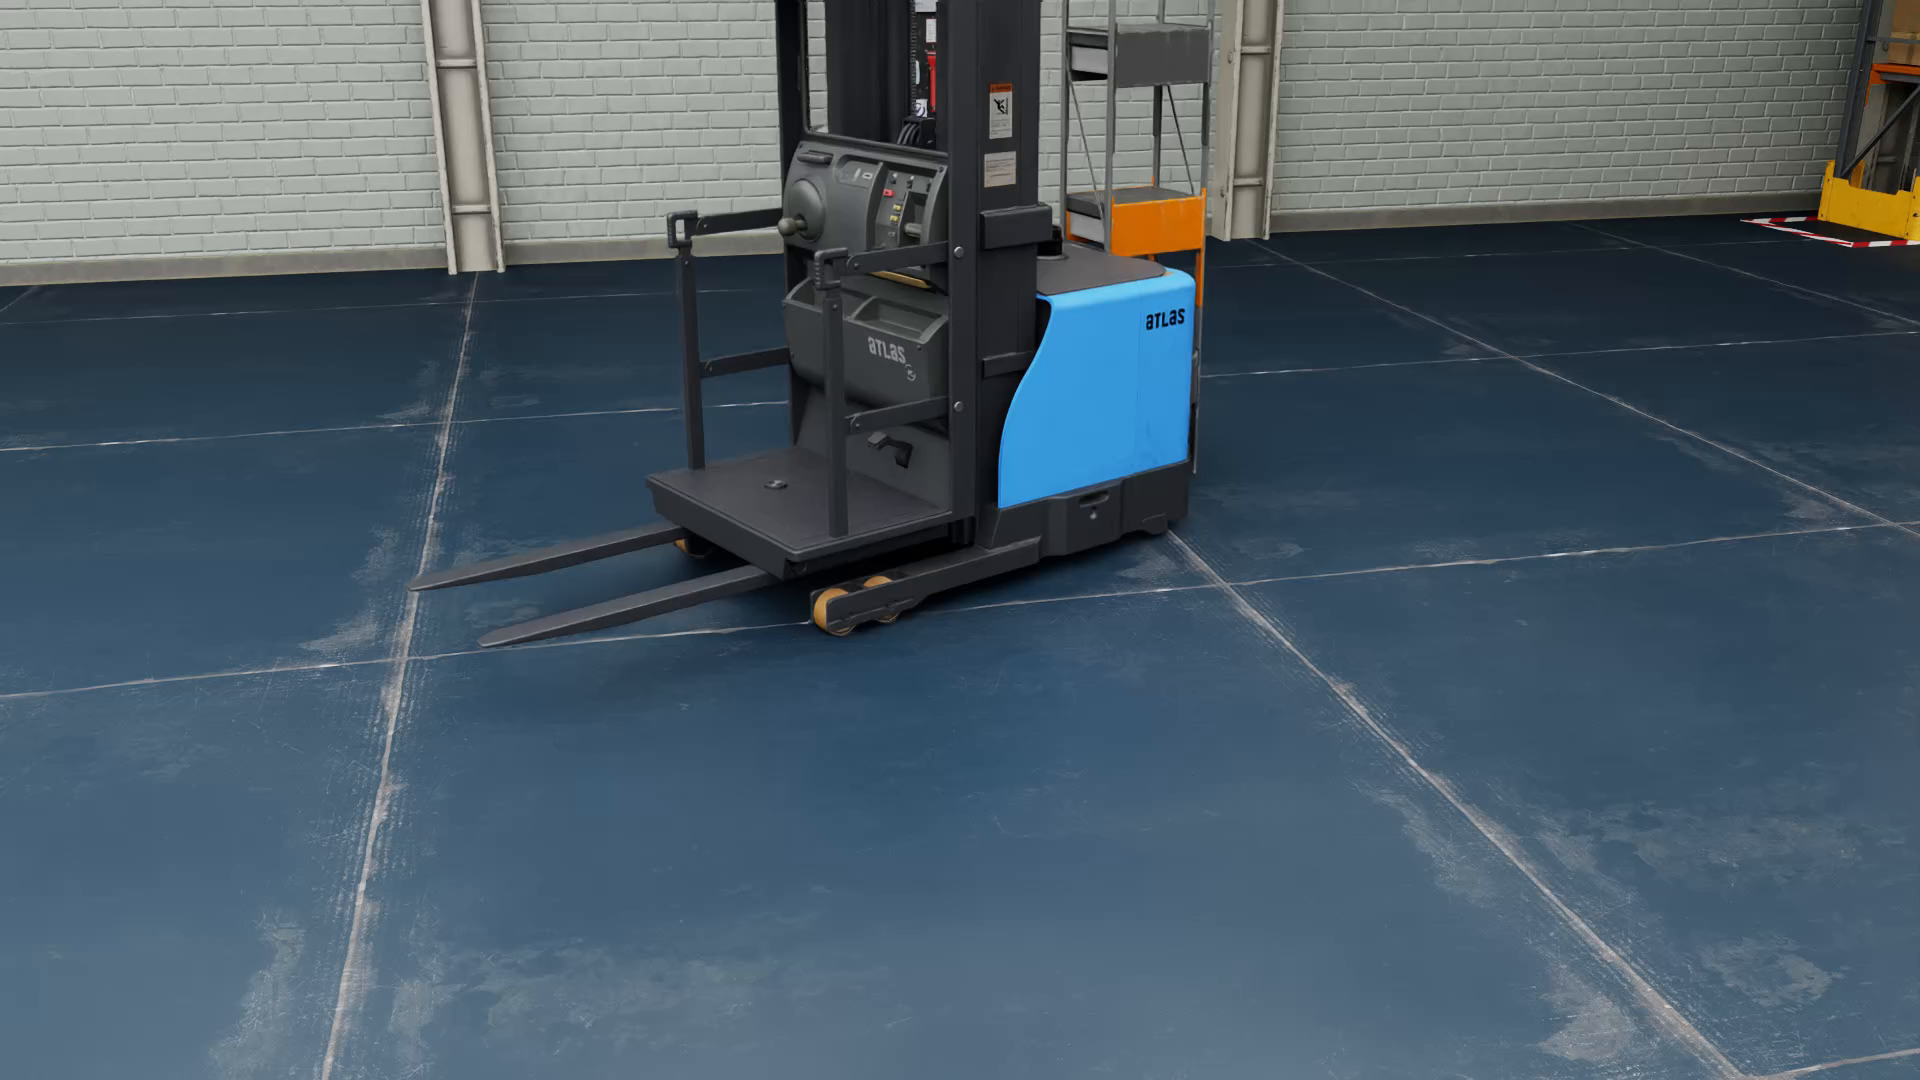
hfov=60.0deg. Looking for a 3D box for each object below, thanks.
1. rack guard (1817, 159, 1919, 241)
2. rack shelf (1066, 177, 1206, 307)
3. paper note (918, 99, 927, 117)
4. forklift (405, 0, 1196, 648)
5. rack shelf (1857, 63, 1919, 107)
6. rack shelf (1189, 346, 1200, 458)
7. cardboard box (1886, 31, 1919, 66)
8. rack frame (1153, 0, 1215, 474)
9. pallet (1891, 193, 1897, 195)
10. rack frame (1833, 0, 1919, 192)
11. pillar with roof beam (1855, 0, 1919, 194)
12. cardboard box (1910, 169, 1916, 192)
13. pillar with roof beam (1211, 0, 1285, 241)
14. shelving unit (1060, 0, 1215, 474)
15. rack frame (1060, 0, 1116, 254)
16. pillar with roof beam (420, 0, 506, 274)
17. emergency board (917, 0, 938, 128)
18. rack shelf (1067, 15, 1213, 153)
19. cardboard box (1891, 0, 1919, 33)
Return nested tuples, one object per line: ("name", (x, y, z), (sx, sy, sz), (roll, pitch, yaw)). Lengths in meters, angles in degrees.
("rack guard", (7.712, -2.843, 13.850), (0.348, 0.500, 1.175), (-5, 21, -12))
("rack shelf", (0.757, -1.294, 7.326), (0.480, 0.518, 0.431), (-11, 23, -26))
("paper note", (-0.320, -3.294, 12.726), (0.142, 0.148, 0.016), (-5, 21, -12))
("forklift", (-0.521, -1.242, 5.945), (3.031, 2.935, 1.130), (-15, 25, -35))
("rack shelf", (9.585, -3.832, 13.959), (4.000, 0.370, 1.077), (-5, 21, -12))
("rack shelf", (0.764, -0.638, 7.569), (0.480, 0.518, 0.431), (-11, 23, -26))
("cardboard box", (8.049, -4.052, 13.704), (0.500, 0.250, 0.500), (-4, 21, -12))
("rack frame", (0.973, -1.349, 7.427), (0.015, 2.100, 0.400), (-11, 23, -26))
("pallet", (8.511, -2.760, 14.043), (1.213, 0.211, 1.003), (-5, 21, -12))
("rack frame", (7.638, -4.011, 13.403), (0.127, 3.000, 1.000), (-5, 21, -12))
("pillar with roof beam", (9.111, -5.732, 9.379), (0.400, 9.000, 9.100), (-5, 21, -12))
("cardboard box", (8.332, -2.980, 13.857), (0.500, 0.311, 0.500), (-7, 21, -19))
("pillar with roof beam", (3.272, -5.257, 8.083), (0.400, 9.000, 9.100), (-5, 21, -12))
("shelving unit", (0.757, -1.307, 7.321), (0.503, 2.100, 0.431), (-11, 23, -26))
("rack frame", (0.541, -1.266, 7.216), (0.015, 2.100, 0.400), (-11, 23, -26))
("pillar with roof beam", (-2.567, -4.782, 6.787), (0.400, 9.000, 9.100), (-5, 21, -12))
("emergency board", (-0.132, -3.698, 12.550), (0.643, 1.169, 0.194), (-5, 21, -12))
("rack shelf", (0.750, -1.951, 7.083), (0.480, 0.518, 0.431), (-11, 23, -26))
("cardboard box", (8.048, -4.411, 13.593), (0.500, 0.500, 0.500), (-5, 21, -13))
